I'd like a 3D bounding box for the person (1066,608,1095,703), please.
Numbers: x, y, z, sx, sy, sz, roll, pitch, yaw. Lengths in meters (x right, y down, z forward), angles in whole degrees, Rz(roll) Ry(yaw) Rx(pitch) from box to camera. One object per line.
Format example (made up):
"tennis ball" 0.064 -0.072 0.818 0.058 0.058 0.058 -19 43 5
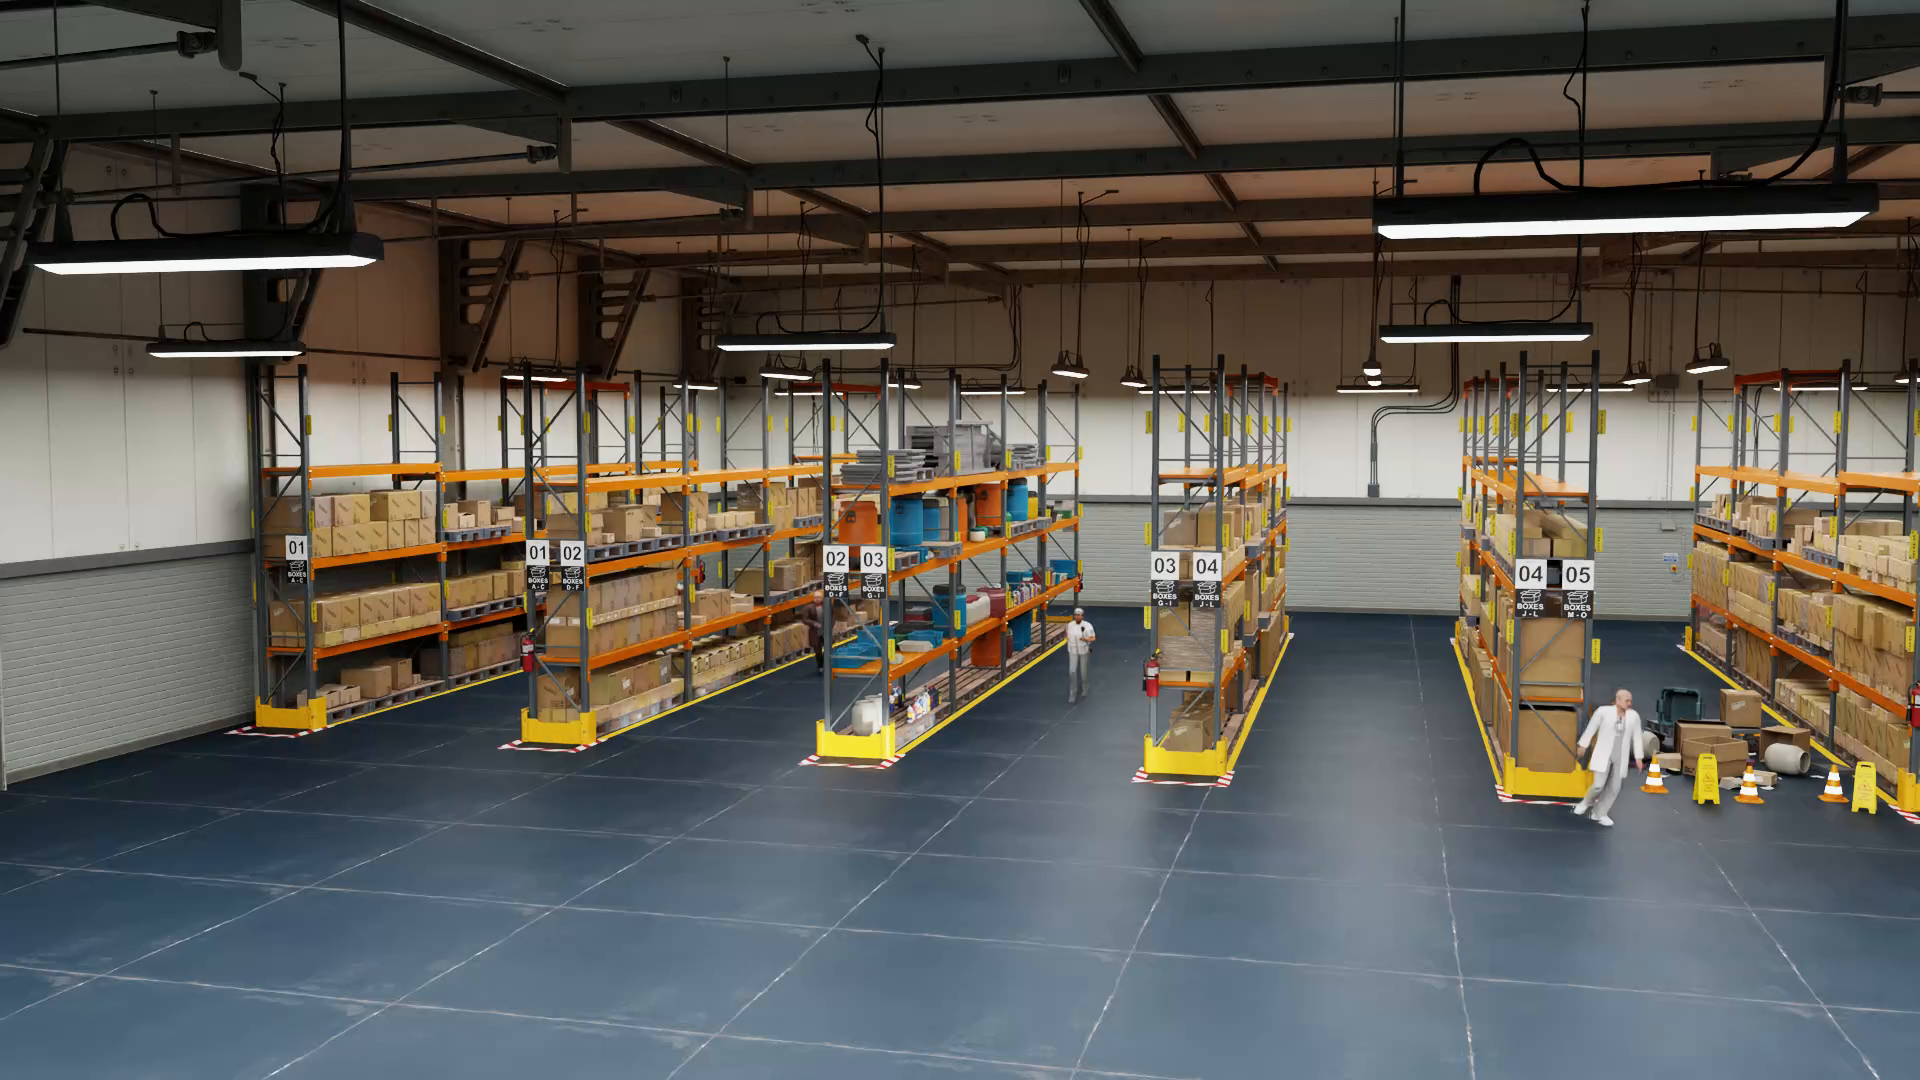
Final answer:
"person" 2.180 2.085 30.217 0.585 1.706 0.731 1 4 14

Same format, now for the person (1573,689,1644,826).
"person" 8.122 2.707 20.811 0.745 1.737 0.567 0 4 -1

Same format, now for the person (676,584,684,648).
"person" -5.841 1.755 34.971 0.698 1.679 0.806 0 4 -1

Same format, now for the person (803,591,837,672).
"person" -2.797 1.854 33.210 0.683 1.681 0.913 -1 4 -9

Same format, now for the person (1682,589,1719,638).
"person" 17.346 1.521 38.789 0.944 1.553 0.580 0 4 2
